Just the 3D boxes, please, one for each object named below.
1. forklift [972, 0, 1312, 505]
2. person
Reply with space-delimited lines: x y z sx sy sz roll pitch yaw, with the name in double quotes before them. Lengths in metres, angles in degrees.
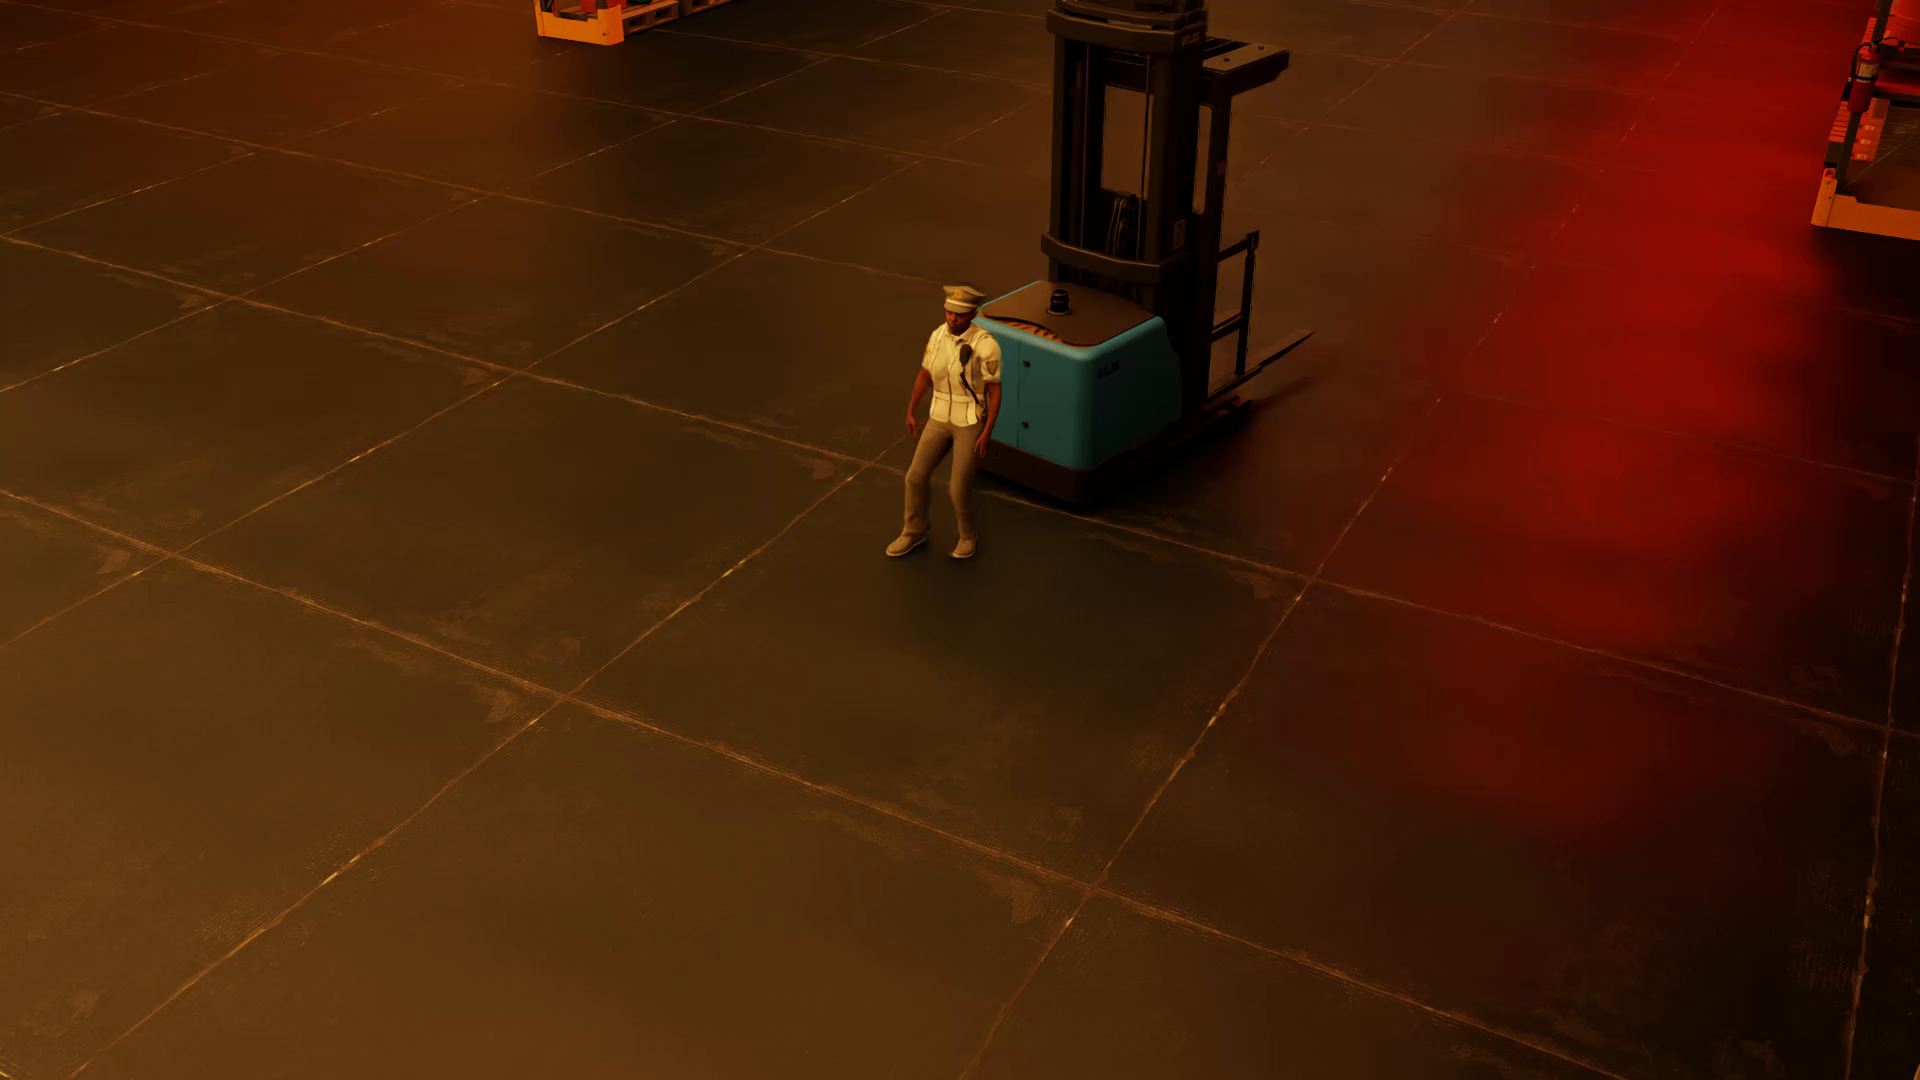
"forklift" 1.342 -2.142 10.781 1.130 2.935 3.031 23 37 35
"person" -0.070 -0.650 9.491 0.597 1.671 0.543 18 35 29
